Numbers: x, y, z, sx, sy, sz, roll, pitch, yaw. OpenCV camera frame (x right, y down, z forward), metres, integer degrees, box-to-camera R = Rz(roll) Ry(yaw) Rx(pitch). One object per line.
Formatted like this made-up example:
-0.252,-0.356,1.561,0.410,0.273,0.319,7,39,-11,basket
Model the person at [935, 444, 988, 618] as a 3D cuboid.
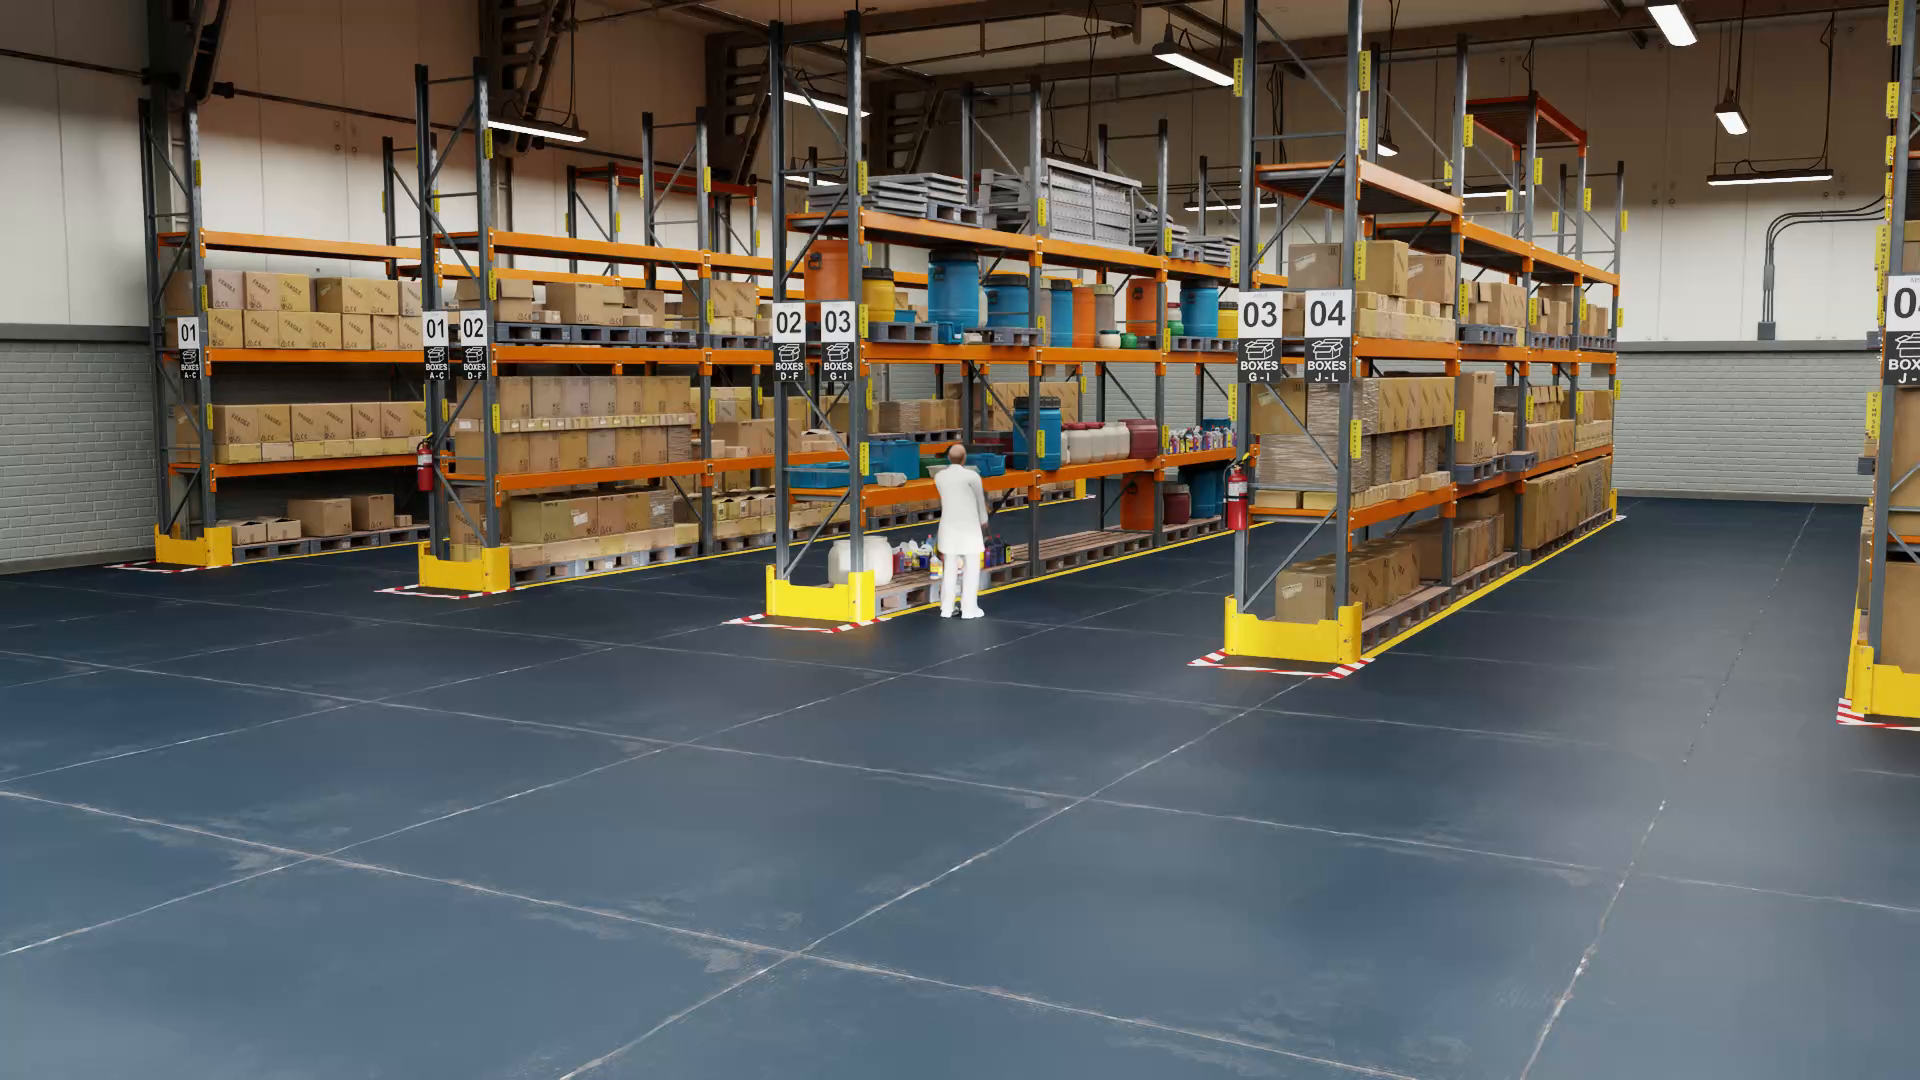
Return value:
0.042,-0.102,17.086,0.526,1.780,0.551,3,6,25,person
